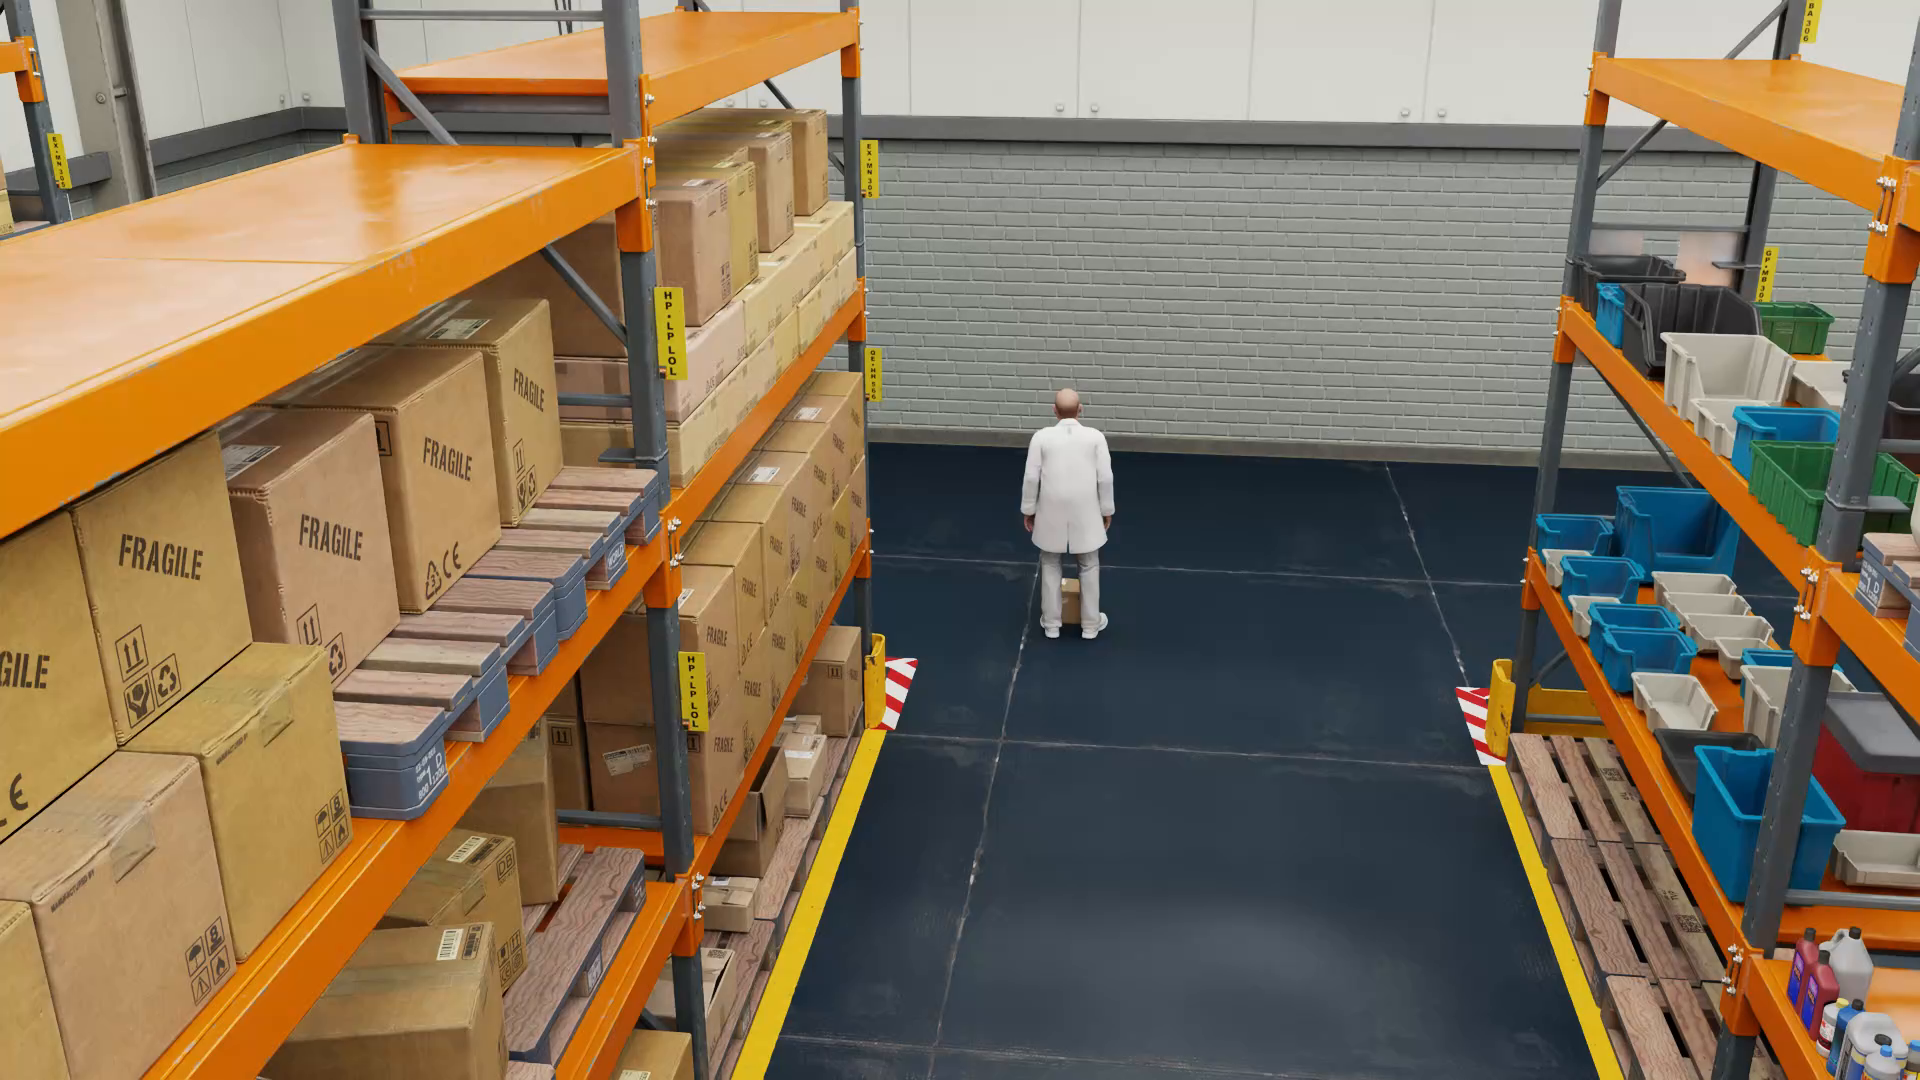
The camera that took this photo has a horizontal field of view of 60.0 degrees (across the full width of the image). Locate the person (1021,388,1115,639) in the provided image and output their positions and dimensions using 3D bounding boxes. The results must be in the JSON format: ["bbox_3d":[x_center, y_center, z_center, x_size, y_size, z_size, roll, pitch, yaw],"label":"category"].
[{"bbox_3d":[0.748,-0.182,11.580,0.654,1.775,0.420,1,21,4],"label":"person"}]
